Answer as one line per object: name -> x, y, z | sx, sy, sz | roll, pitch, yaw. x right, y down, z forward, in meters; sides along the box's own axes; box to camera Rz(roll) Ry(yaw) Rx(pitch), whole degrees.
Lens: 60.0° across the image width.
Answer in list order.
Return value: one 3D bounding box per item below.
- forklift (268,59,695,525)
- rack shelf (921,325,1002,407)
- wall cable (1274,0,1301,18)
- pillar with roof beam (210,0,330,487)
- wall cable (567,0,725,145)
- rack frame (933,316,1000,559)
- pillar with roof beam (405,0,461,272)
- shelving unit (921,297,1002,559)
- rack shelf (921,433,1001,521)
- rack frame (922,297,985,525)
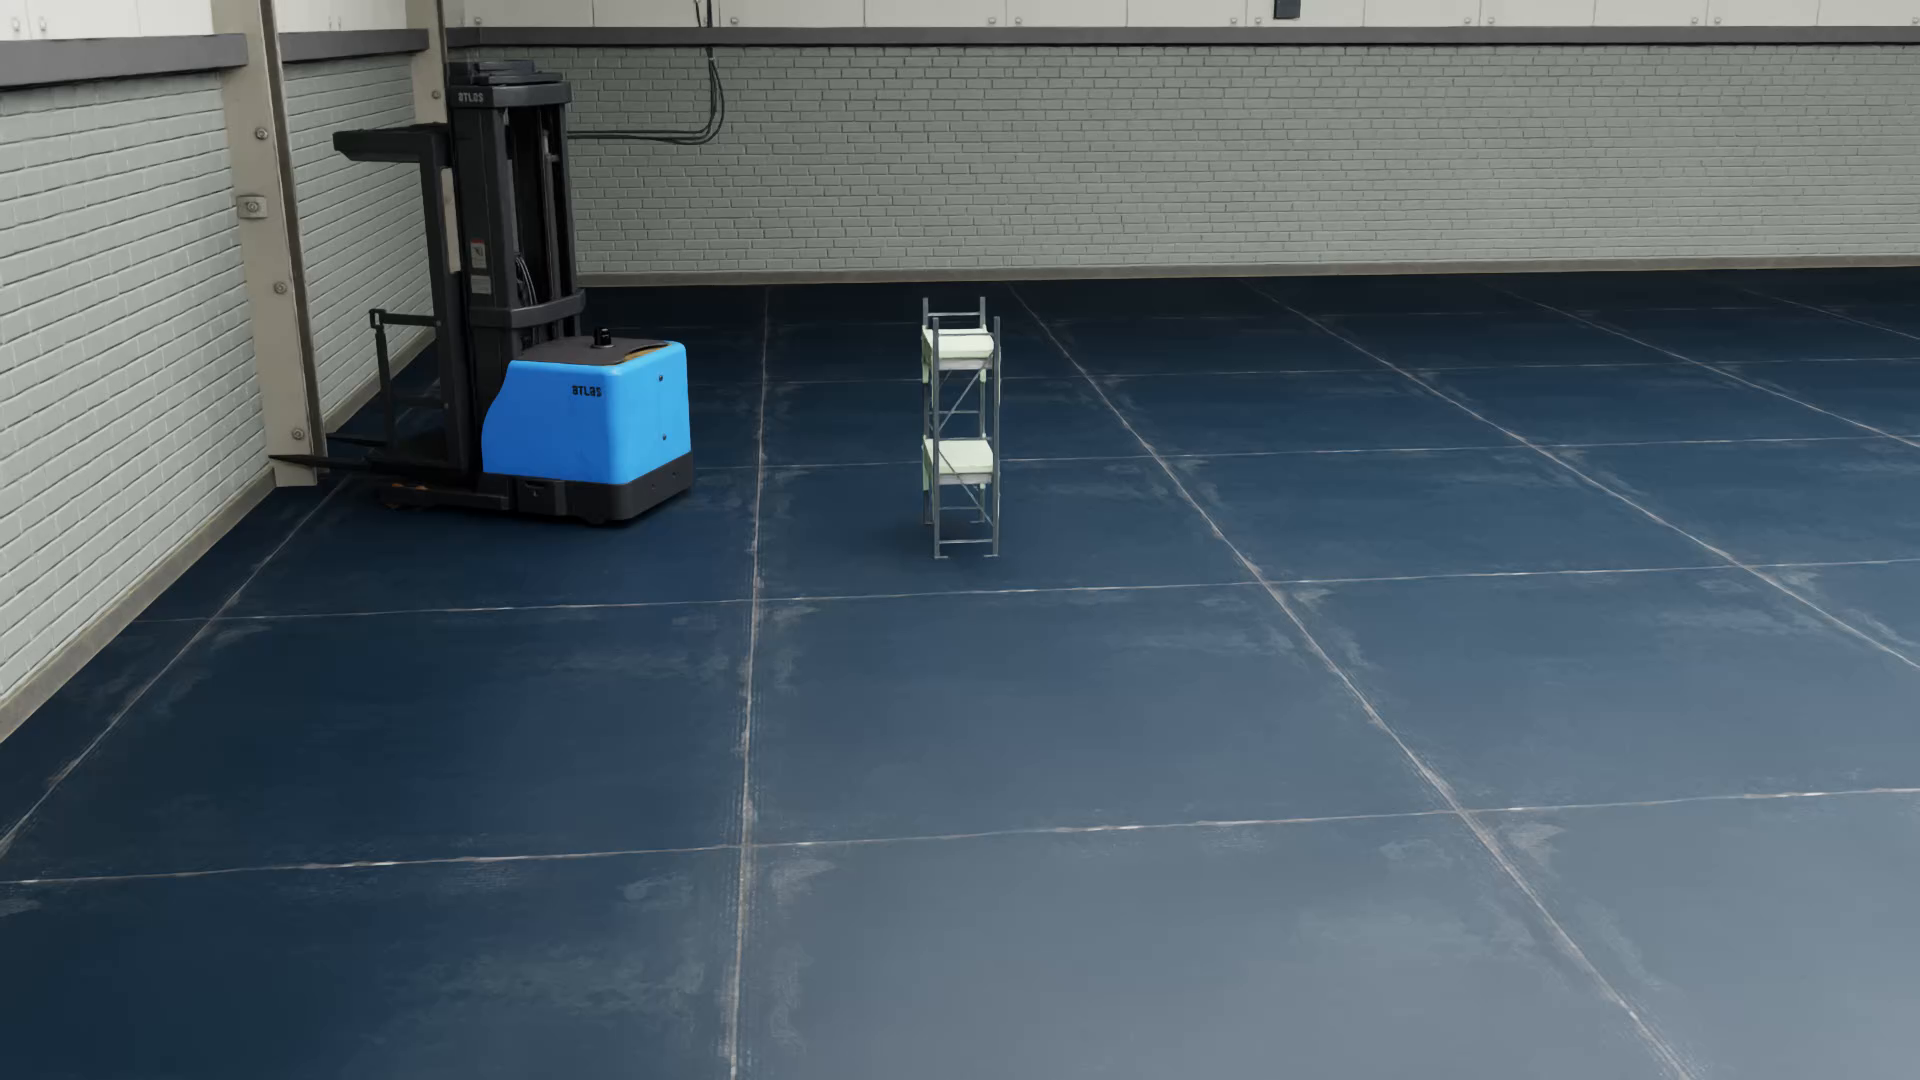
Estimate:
forklift -> -3.444, -1.743, 11.335 | 3.031, 2.935, 1.130 | 6, 18, 18
rack shelf -> -0.001, -1.090, 10.342 | 0.431, 0.370, 0.720 | -2, 18, -6
wall cable -> 5.044, -9.356, 19.777 | 2.305, 6.003, 0.169 | -2, 18, -6
pillar with roof beam -> -0.511, -4.872, 11.171 | 9.100, 9.000, 0.400 | -2, 18, -6
wall cable -> -4.401, -5.963, 19.833 | 3.097, 2.526, 0.112 | -2, 18, -6
rack frame -> 0.037, -0.609, 10.111 | 0.400, 1.500, 0.023 | -2, 18, -6
pillar with roof beam -> -1.130, -6.659, 16.865 | 9.100, 9.000, 0.400 | -2, 18, -6
shelving unit -> -0.001, -0.718, 10.459 | 0.431, 1.500, 0.755 | -2, 18, -6
rack shelf -> -0.001, -0.407, 10.556 | 0.431, 0.370, 0.720 | -2, 18, -6
rack frame -> -0.038, -0.827, 10.806 | 0.400, 1.500, 0.023 | -2, 18, -6
